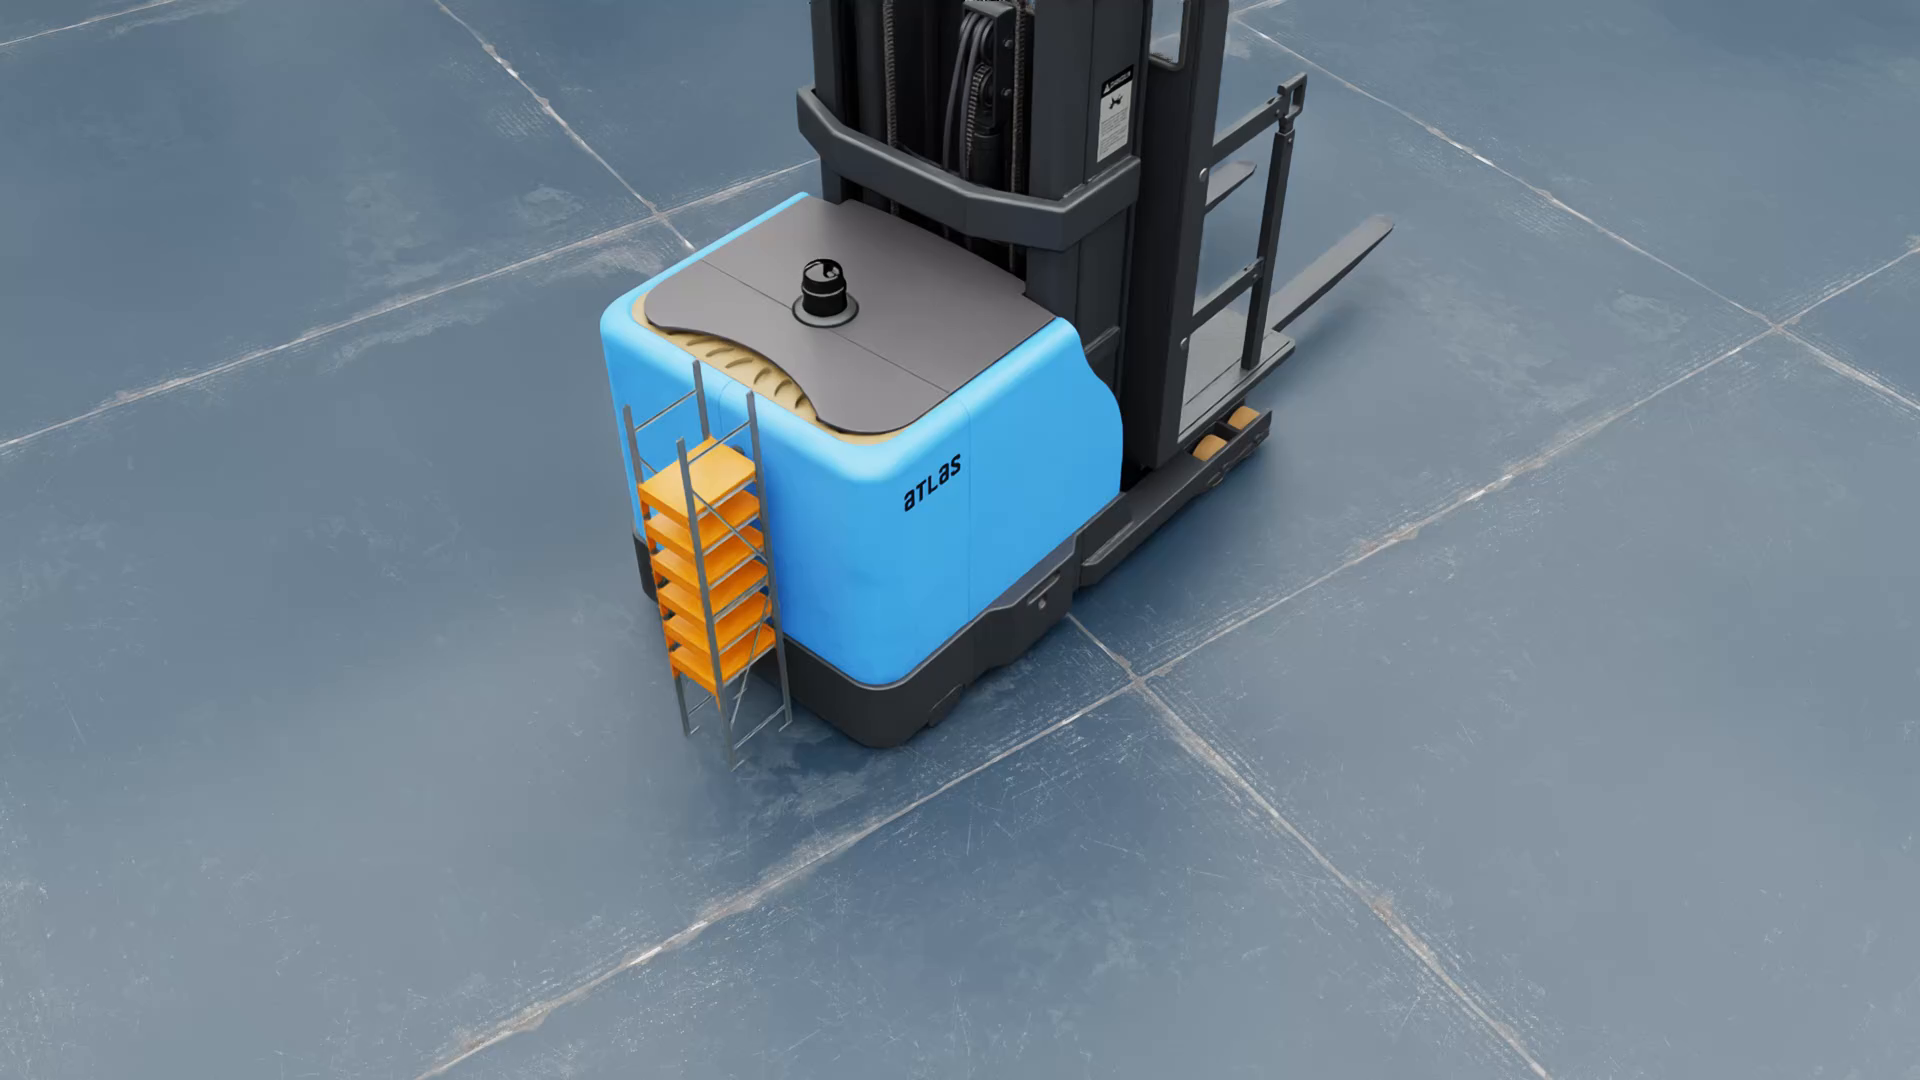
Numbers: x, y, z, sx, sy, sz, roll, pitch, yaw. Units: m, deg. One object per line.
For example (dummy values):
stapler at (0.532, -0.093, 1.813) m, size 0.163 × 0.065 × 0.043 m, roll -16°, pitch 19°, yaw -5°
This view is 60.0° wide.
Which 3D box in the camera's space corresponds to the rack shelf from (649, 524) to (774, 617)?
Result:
rack shelf at (-0.627, 0.050, 4.217) m, size 0.180 × 0.103 × 0.258 m, roll 30°, pitch 52°, yaw 28°

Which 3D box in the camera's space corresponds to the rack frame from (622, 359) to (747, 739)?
rack frame at (-0.696, 0.063, 4.313) m, size 0.006 × 1.200 × 0.240 m, roll 30°, pitch 52°, yaw 28°

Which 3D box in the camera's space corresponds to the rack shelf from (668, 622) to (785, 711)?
rack shelf at (-0.625, 0.309, 4.468) m, size 0.180 × 0.103 × 0.258 m, roll 30°, pitch 52°, yaw 28°

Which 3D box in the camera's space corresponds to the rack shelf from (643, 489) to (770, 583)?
rack shelf at (-0.628, -0.036, 4.134) m, size 0.180 × 0.103 × 0.258 m, roll 30°, pitch 52°, yaw 28°

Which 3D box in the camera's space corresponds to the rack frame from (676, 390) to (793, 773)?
rack frame at (-0.557, 0.145, 4.227) m, size 0.006 × 1.200 × 0.240 m, roll 30°, pitch 52°, yaw 28°

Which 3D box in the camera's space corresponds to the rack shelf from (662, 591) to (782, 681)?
rack shelf at (-0.626, 0.223, 4.384) m, size 0.180 × 0.103 × 0.258 m, roll 30°, pitch 52°, yaw 28°

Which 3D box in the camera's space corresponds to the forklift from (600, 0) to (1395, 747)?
forklift at (0.379, -1.440, 4.636) m, size 1.130 × 2.935 × 3.031 m, roll 31°, pitch 51°, yaw 28°

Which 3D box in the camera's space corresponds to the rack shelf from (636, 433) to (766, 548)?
rack shelf at (-0.628, -0.122, 4.050) m, size 0.180 × 0.103 × 0.258 m, roll 30°, pitch 52°, yaw 28°

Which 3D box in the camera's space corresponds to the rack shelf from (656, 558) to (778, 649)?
rack shelf at (-0.626, 0.136, 4.301) m, size 0.180 × 0.103 × 0.258 m, roll 30°, pitch 52°, yaw 28°

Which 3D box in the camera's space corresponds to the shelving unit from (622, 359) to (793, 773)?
shelving unit at (-0.627, 0.104, 4.270) m, size 0.189 × 1.200 × 0.258 m, roll 30°, pitch 52°, yaw 28°
